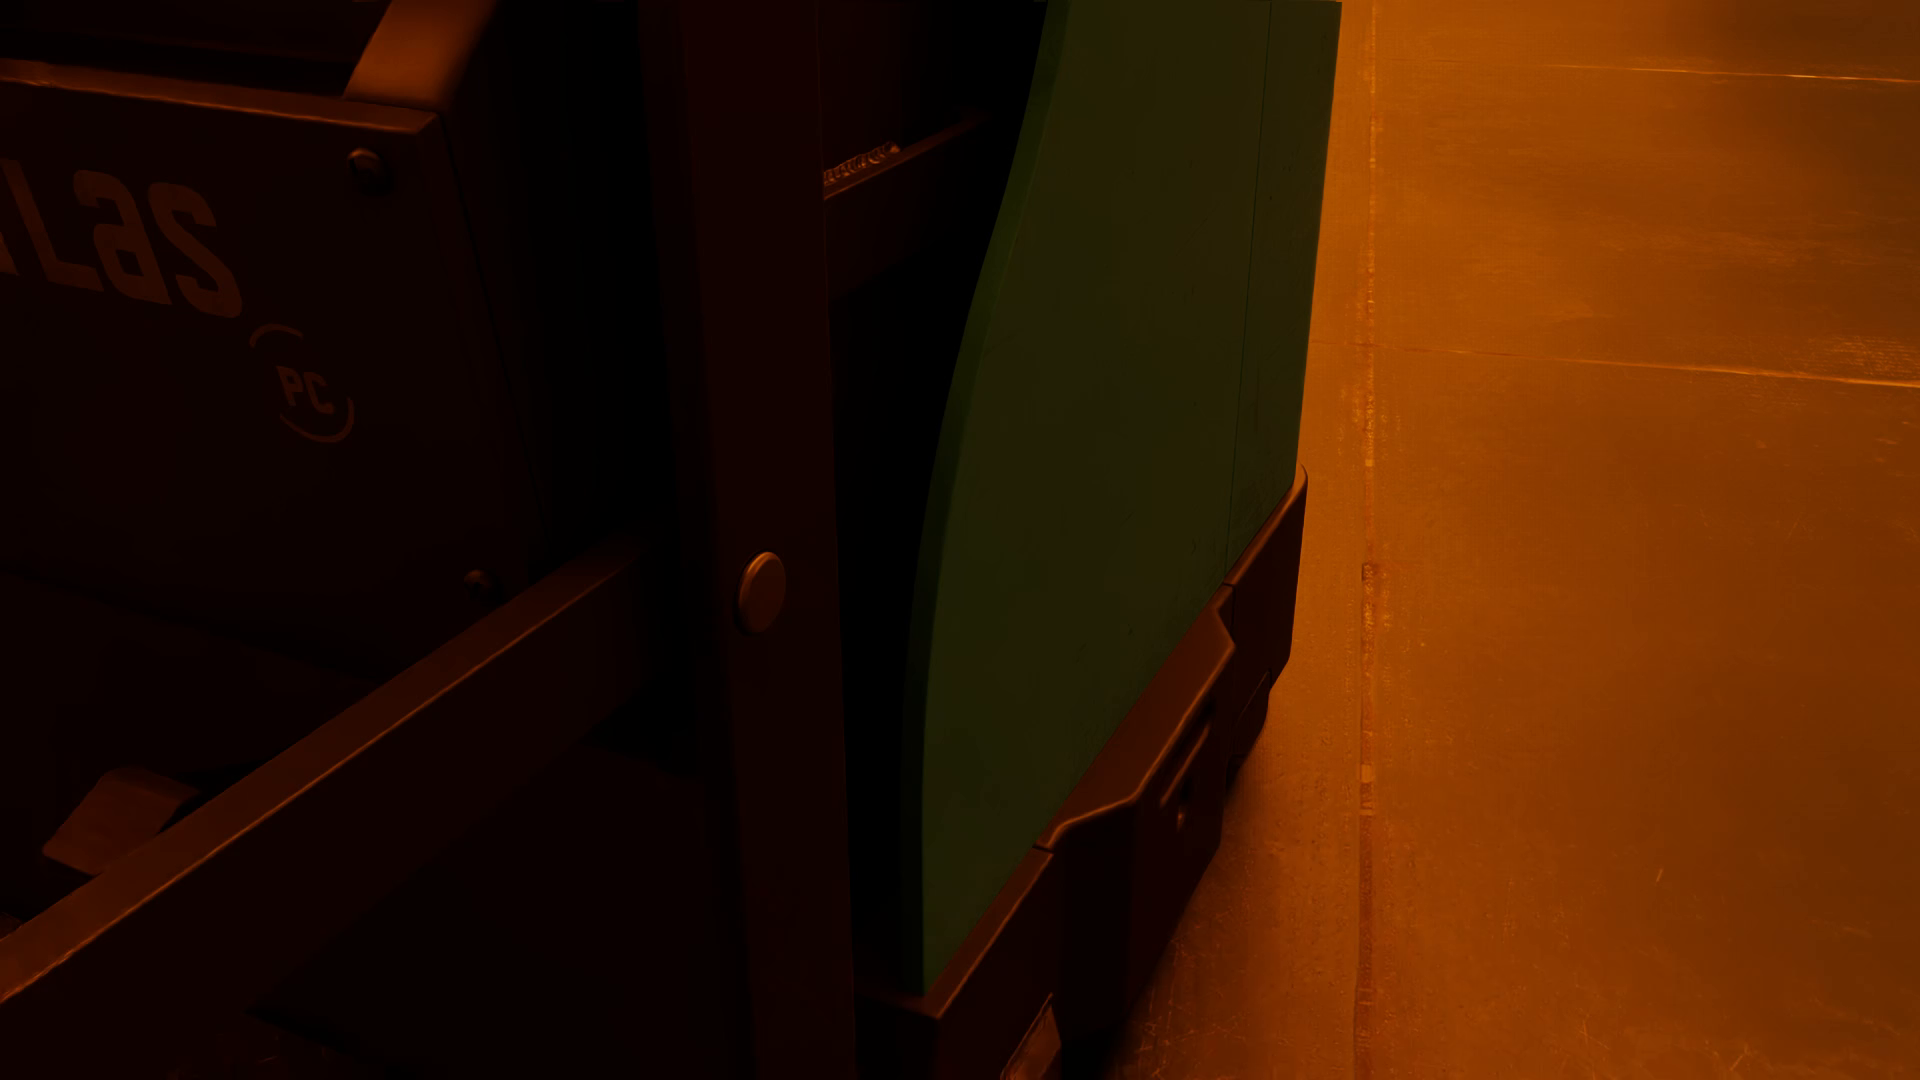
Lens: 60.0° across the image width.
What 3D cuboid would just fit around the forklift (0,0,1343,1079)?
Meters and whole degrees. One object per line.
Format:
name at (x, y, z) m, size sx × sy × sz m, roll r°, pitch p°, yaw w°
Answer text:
forklift at (-0.683, -0.624, 0.483) m, size 1.130 × 2.935 × 3.031 m, roll 12°, pitch 29°, yaw 23°
